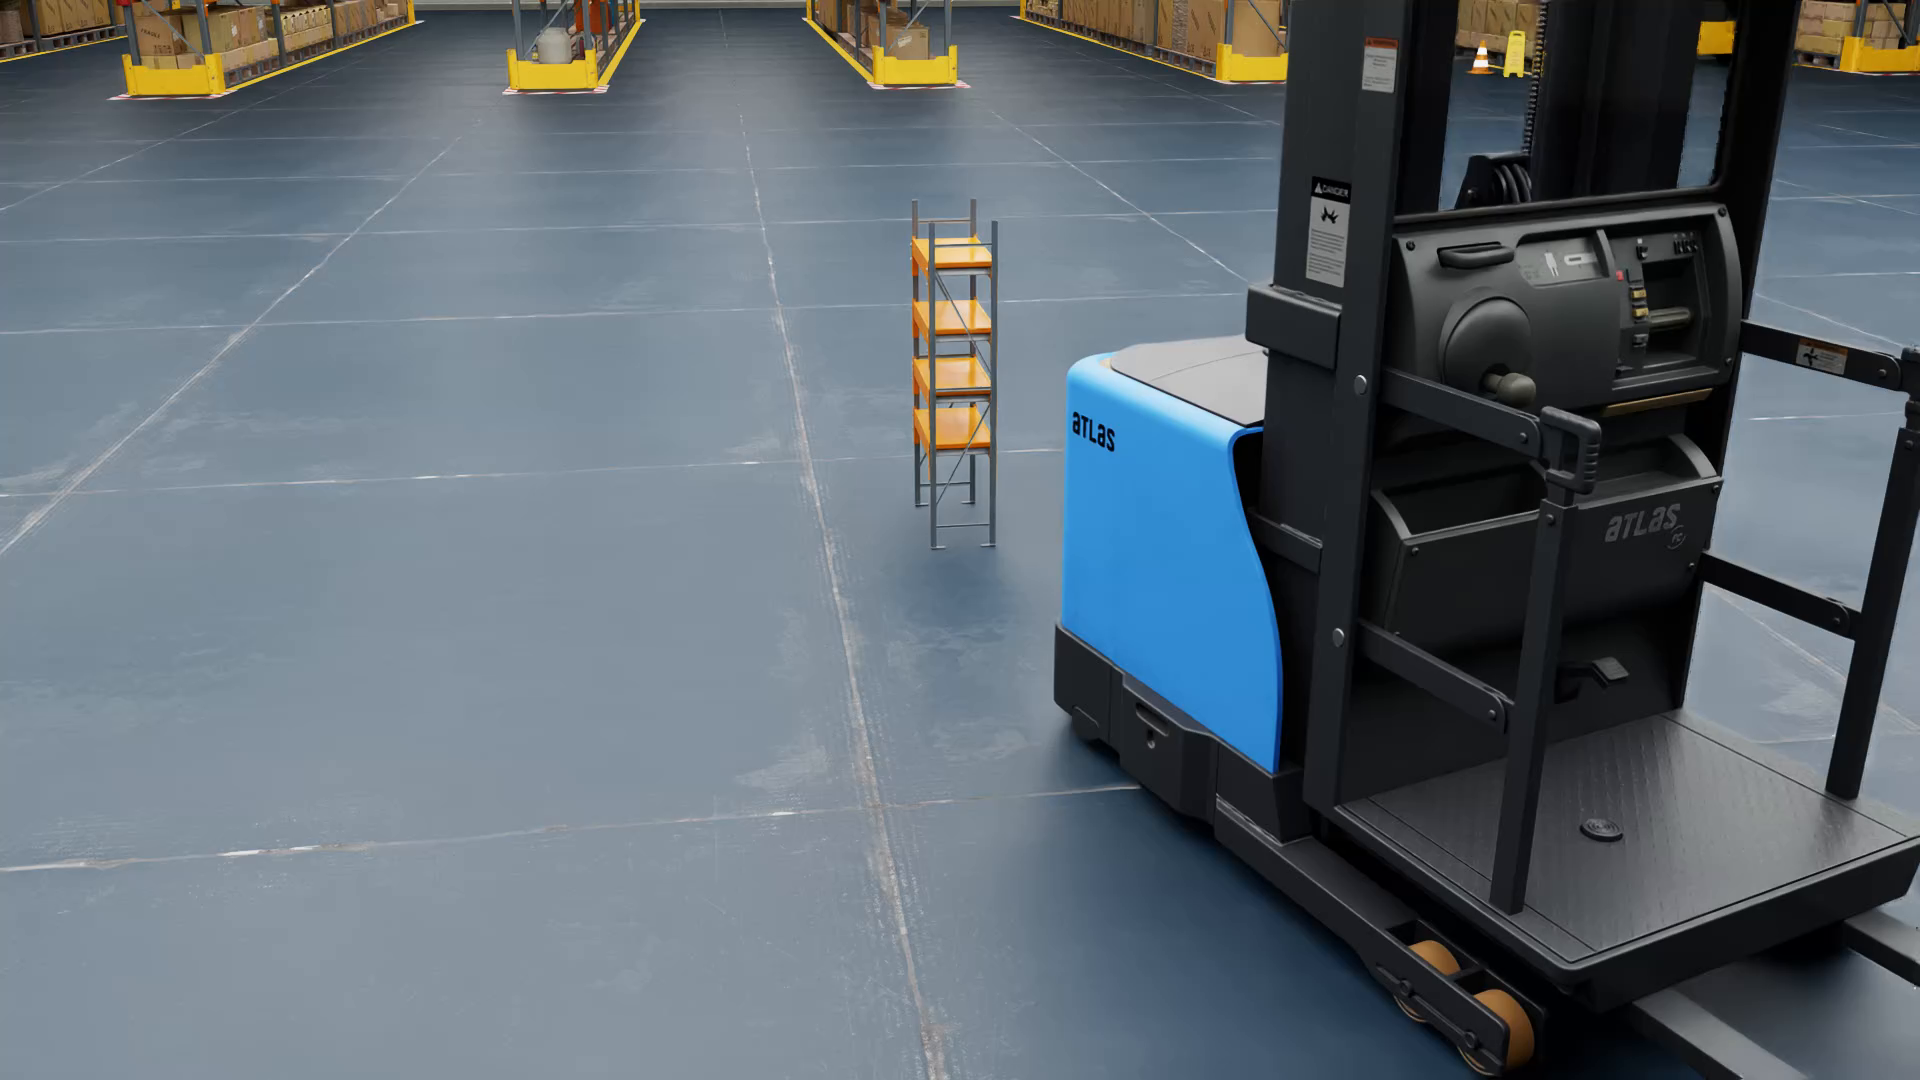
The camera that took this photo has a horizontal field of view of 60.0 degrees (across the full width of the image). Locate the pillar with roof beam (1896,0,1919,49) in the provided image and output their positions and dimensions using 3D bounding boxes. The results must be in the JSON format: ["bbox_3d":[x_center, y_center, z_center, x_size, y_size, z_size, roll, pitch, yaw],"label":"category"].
[{"bbox_3d":[10.624,-11.496,24.135,9.100,9.000,0.400,-3,21,-8],"label":"pillar with roof beam"}]

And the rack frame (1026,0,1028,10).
[{"bbox_3d":[1.991,-13.620,38.395,1.000,3.000,0.127,-3,21,-8],"label":"rack frame"}]

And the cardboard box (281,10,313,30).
[{"bbox_3d":[-11.041,-8.611,27.511,0.500,0.311,0.500,-2,21,-6],"label":"cardboard box"}]

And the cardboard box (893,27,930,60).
[{"bbox_3d":[-0.698,-7.108,23.931,0.500,0.500,0.500,1,20,2],"label":"cardboard box"}]

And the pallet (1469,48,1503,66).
[{"bbox_3d":[8.916,-7.789,26.769,1.003,0.211,1.213,-3,21,-8],"label":"pallet"}]

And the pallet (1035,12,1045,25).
[{"bbox_3d":[2.257,-11.583,36.926,1.003,0.211,1.213,-3,21,-8],"label":"pallet"}]

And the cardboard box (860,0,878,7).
[{"bbox_3d":[-1.565,-9.607,29.524,0.500,0.250,0.500,-1,20,-2],"label":"cardboard box"}]

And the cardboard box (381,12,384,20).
[{"bbox_3d":[-12.139,-10.855,34.414,0.380,0.166,0.250,-3,21,-8],"label":"cardboard box"}]

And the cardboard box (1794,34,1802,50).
[{"bbox_3d":[13.587,-8.018,26.726,0.500,0.250,0.500,-3,21,-7],"label":"cardboard box"}]

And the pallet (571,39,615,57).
[{"bbox_3d":[-6.434,-8.387,28.370,1.003,0.211,1.213,-3,21,-8],"label":"pallet"}]

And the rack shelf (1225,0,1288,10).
[{"bbox_3d":[4.009,-8.435,25.542,1.077,0.370,4.000,-3,21,-8],"label":"rack shelf"}]

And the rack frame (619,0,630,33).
[{"bbox_3d":[-7.256,-11.770,33.442,1.000,3.000,0.127,-3,21,-8],"label":"rack frame"}]

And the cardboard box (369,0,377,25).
[{"bbox_3d":[-11.803,-10.400,32.718,0.500,0.500,0.500,-3,21,-8],"label":"cardboard box"}]

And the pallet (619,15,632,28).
[{"bbox_3d":[-7.580,-11.139,35.739,1.003,0.211,1.213,-3,21,-8],"label":"pallet"}]

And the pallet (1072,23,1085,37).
[{"bbox_3d":[2.861,-10.236,33.320,1.003,0.211,1.213,-3,21,-8],"label":"pallet"}]

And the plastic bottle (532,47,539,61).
[{"bbox_3d":[-6.225,-7.124,24.373,0.097,0.201,0.097,0,20,0],"label":"plastic bottle"}]

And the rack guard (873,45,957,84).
[{"bbox_3d":[-0.636,-6.720,23.494,1.175,0.500,0.348,-3,21,-8],"label":"rack guard"}]

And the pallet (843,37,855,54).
[{"bbox_3d":[-1.494,-8.636,29.037,1.003,0.211,1.213,-3,21,-8],"label":"pallet"}]

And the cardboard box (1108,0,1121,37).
[{"bbox_3d":[3.273,-9.475,29.912,1.050,0.750,0.750,-3,21,-7],"label":"cardboard box"}]

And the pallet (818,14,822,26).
[{"bbox_3d":[-2.566,-11.404,36.447,1.003,0.211,1.213,-3,21,-8],"label":"pallet"}]

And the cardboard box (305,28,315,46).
[{"bbox_3d":[-11.040,-8.345,27.601,0.500,0.250,0.500,-3,21,-7],"label":"cardboard box"}]

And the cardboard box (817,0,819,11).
[{"bbox_3d":[-2.760,-12.388,37.534,0.875,0.875,0.875,-3,21,-8],"label":"cardboard box"}]

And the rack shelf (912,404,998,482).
[{"bbox_3d":[-0.024,-0.370,6.253,0.258,0.148,0.480,-3,21,-8],"label":"rack shelf"}]

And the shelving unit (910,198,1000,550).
[{"bbox_3d":[-0.024,-0.619,6.160,0.258,1.200,0.503,-3,21,-8],"label":"shelving unit"}]

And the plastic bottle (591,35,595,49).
[{"bbox_3d":[-5.651,-7.578,25.377,0.144,0.351,0.185,-3,21,-8],"label":"plastic bottle"}]

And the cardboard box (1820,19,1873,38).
[{"bbox_3d":[13.713,-7.912,25.728,0.500,0.250,0.500,-3,21,-8],"label":"cardboard box"}]

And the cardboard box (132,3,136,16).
[{"bbox_3d":[-17.135,-10.734,33.641,0.700,0.500,0.500,-3,21,-8],"label":"cardboard box"}]

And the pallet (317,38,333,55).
[{"bbox_3d":[-11.502,-8.543,28.788,1.003,0.211,1.213,-3,21,-8],"label":"pallet"}]

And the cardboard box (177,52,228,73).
[{"bbox_3d":[-10.286,-6.472,22.587,0.500,0.250,0.500,-3,21,-8],"label":"cardboard box"}]

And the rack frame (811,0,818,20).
[{"bbox_3d":[-2.931,-13.405,37.819,1.000,3.000,0.127,-3,21,-8],"label":"rack frame"}]

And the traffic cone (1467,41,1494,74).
[{"bbox_3d":[7.843,-7.260,24.993,0.336,0.463,0.334,-3,21,-8],"label":"traffic cone"}]

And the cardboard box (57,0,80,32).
[{"bbox_3d":[-16.579,-9.640,30.211,0.750,0.750,0.750,-3,21,-8],"label":"cardboard box"}]

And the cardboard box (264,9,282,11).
[{"bbox_3d":[-11.641,-8.753,27.894,0.500,0.311,0.500,-3,21,-9],"label":"cardboard box"}]

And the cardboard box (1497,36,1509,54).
[{"bbox_3d":[8.732,-7.719,25.927,0.500,0.250,0.500,-3,21,-8],"label":"cardboard box"}]

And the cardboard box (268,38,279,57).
[{"bbox_3d":[-10.722,-7.510,25.367,0.500,0.250,0.500,-3,21,-8],"label":"cardboard box"}]

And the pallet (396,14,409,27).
[{"bbox_3d":[-12.608,-11.297,36.163,1.003,0.211,1.213,-3,21,-8],"label":"pallet"}]

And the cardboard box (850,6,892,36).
[{"bbox_3d":[-1.569,-9.247,29.632,0.700,0.500,0.500,-5,21,-12],"label":"cardboard box"}]

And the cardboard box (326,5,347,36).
[{"bbox_3d":[-11.364,-9.343,29.889,0.500,0.500,0.500,-2,21,-5],"label":"cardboard box"}]

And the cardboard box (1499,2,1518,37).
[{"bbox_3d":[8.729,-8.069,25.792,0.500,0.500,0.500,-2,21,-6],"label":"cardboard box"}]

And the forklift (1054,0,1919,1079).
[{"bbox_3d":[1.388,-0.477,3.303,1.130,2.935,3.031,-10,23,-25],"label":"forklift"}]

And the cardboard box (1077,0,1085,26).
[{"bbox_3d":[2.628,-10.452,32.887,0.500,0.500,0.500,-4,21,-10],"label":"cardboard box"}]

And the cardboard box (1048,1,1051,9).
[{"bbox_3d":[2.101,-11.513,35.804,0.380,0.149,0.250,-4,21,-10],"label":"cardboard box"}]

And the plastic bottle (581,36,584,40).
[{"bbox_3d":[-5.748,-7.533,25.351,0.061,0.283,0.133,-3,21,-8],"label":"plastic bottle"}]

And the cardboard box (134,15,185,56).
[{"bbox_3d":[-10.800,-6.797,22.385,0.500,0.500,0.500,-3,21,-8],"label":"cardboard box"}]

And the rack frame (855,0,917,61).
[{"bbox_3d":[-1.202,-9.250,26.694,1.000,3.000,0.127,-3,21,-8],"label":"rack frame"}]

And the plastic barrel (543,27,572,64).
[{"bbox_3d":[-5.769,-7.044,23.744,0.421,0.512,0.421,0,20,0],"label":"plastic barrel"}]

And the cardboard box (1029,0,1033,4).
[{"bbox_3d":[1.796,-12.328,37.986,0.380,0.149,0.250,-3,21,-8],"label":"cardboard box"}]
